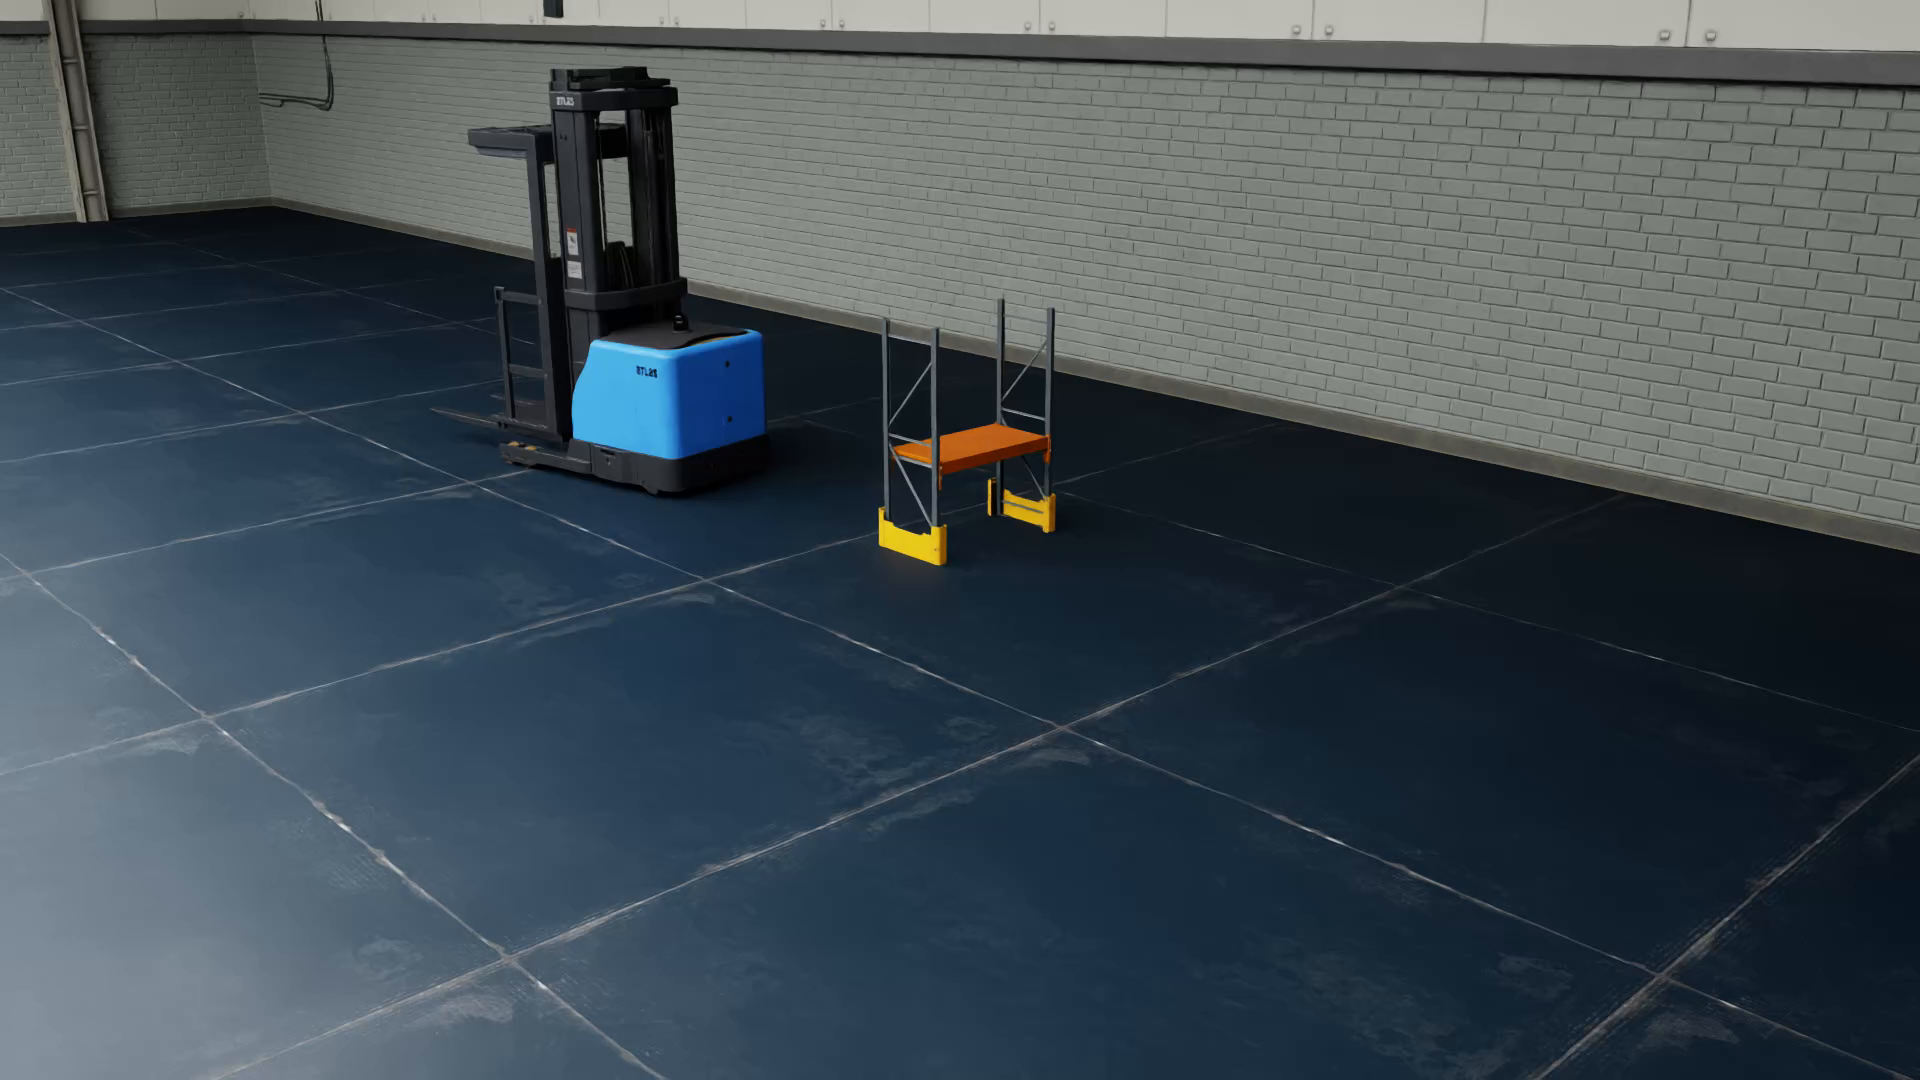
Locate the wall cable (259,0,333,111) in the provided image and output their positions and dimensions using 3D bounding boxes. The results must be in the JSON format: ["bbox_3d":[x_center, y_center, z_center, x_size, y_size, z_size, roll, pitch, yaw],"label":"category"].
[{"bbox_3d":[-10.982,-8.297,27.018,0.112,2.526,3.097,-16,24,-41],"label":"wall cable"}]

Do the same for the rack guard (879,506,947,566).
[{"bbox_3d":[-0.306,-0.030,10.670,0.087,0.250,0.587,-16,24,-41],"label":"rack guard"}]

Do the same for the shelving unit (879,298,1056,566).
[{"bbox_3d":[0.055,-0.730,10.803,1.083,1.500,0.587,-16,24,-41],"label":"shelving unit"}]

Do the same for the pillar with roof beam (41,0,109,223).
[{"bbox_3d":[-11.074,-8.481,22.552,0.400,9.000,9.100,-16,24,-41],"label":"pillar with roof beam"}]

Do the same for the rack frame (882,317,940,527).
[{"bbox_3d":[-0.307,-0.624,10.477,0.032,1.500,0.500,-16,24,-41],"label":"rack frame"}]

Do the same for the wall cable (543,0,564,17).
[{"bbox_3d":[-4.471,-9.261,19.443,0.169,6.003,2.305,-16,24,-41],"label":"wall cable"}]

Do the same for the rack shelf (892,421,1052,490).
[{"bbox_3d":[0.062,-0.560,10.865,1.000,0.185,0.538,-16,24,-41],"label":"rack shelf"}]

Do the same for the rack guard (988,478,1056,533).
[{"bbox_3d":[0.417,-0.241,11.321,0.087,0.250,0.587,-16,24,-41],"label":"rack guard"}]

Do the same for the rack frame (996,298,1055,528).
[{"bbox_3d":[0.431,-0.839,11.141,0.032,1.500,0.500,-16,24,-41],"label":"rack frame"}]

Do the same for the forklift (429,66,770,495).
[{"bbox_3d":[-2.918,-2.060,12.587,3.031,2.935,1.130,13,22,34],"label":"forklift"}]
